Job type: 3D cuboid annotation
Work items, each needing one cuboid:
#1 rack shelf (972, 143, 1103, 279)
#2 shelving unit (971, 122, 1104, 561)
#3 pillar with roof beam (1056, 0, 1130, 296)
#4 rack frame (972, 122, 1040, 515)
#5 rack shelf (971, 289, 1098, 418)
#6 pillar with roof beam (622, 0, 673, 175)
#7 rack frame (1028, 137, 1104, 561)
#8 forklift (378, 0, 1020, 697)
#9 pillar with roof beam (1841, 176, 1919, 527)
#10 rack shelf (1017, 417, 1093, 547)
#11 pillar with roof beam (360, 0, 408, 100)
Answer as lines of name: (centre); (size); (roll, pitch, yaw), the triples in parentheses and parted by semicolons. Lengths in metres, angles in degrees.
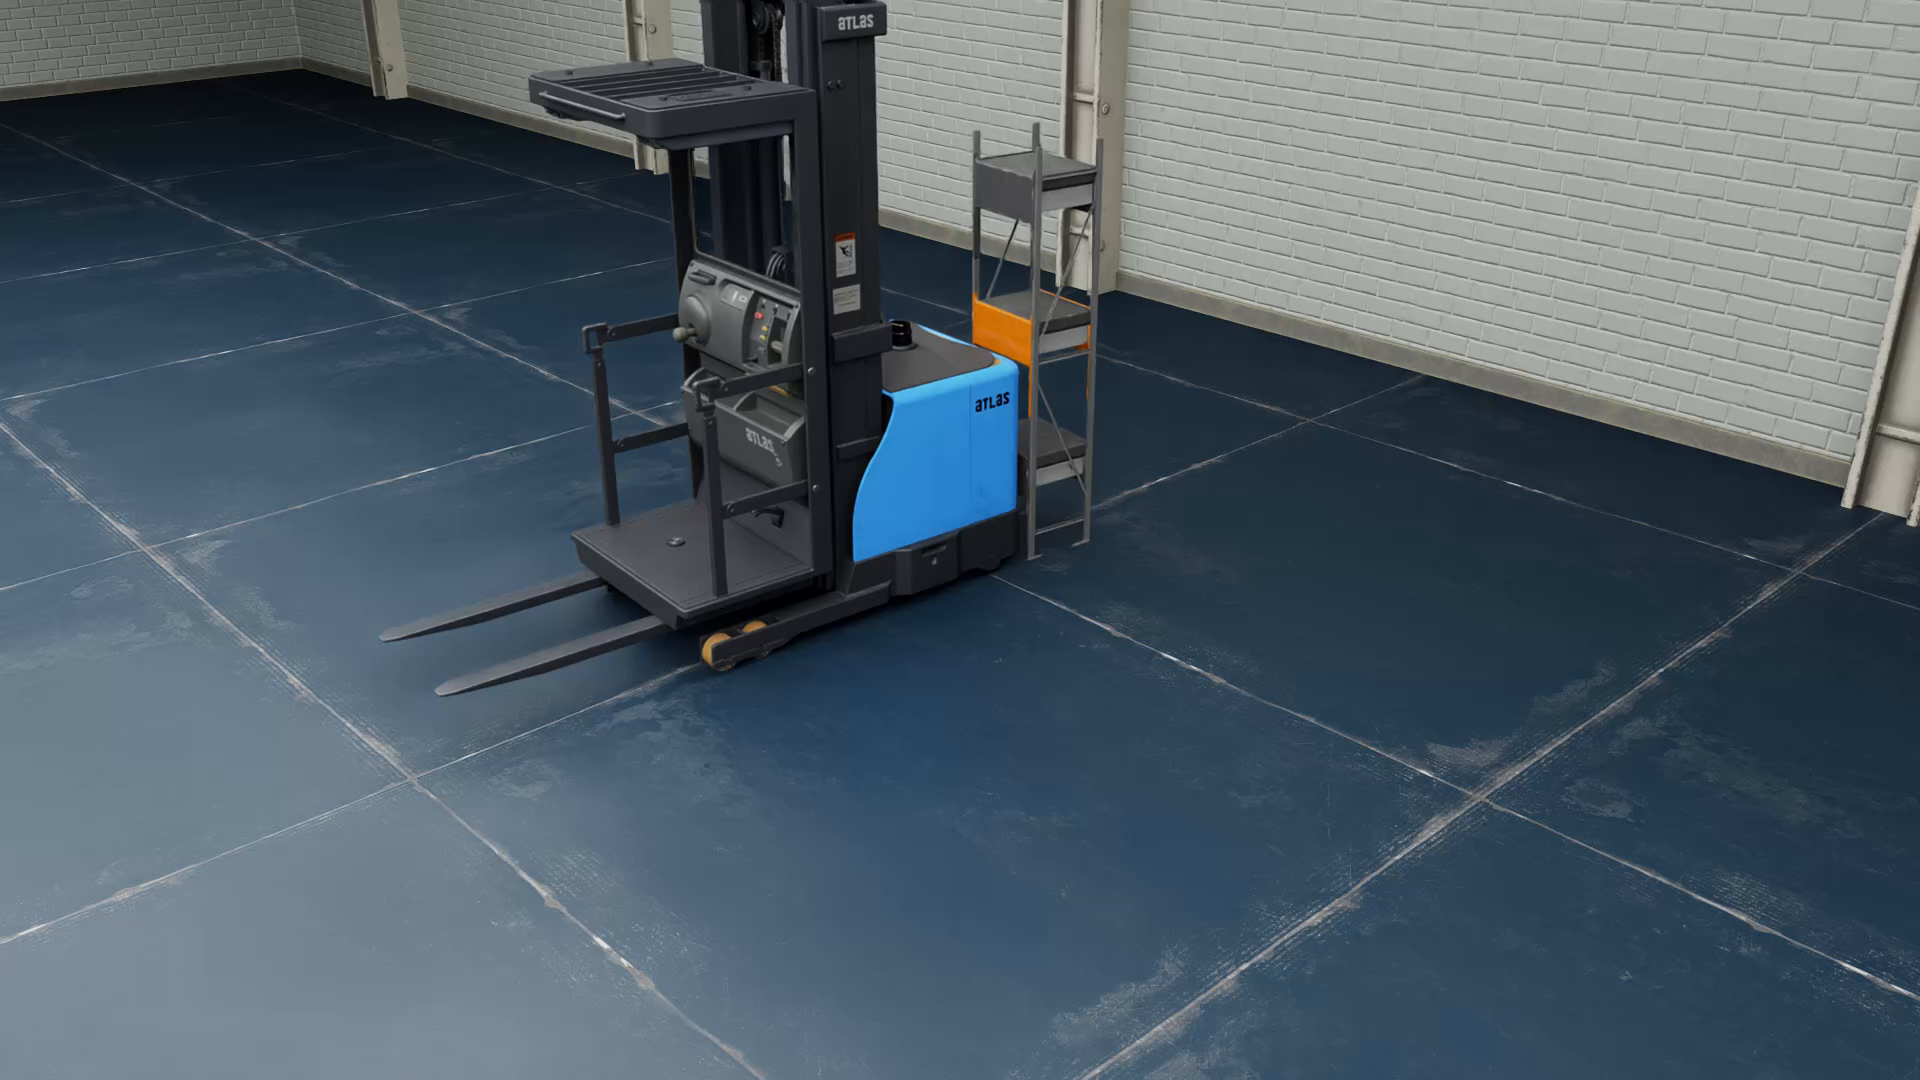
rack shelf: (0.371, -1.605, 8.084); (0.431, 0.518, 0.480); (-17, 29, -32)
shelving unit: (0.371, -0.980, 8.369); (0.431, 2.100, 0.503); (-17, 29, -32)
pillar with roof beam: (-2.143, -4.863, 8.569); (9.100, 9.000, 0.400); (-21, 32, -38)
rack frame: (0.229, -1.063, 8.549); (0.400, 2.100, 0.015); (-17, 29, -32)
rack shelf: (0.371, -0.968, 8.375); (0.431, 0.518, 0.480); (-17, 29, -32)
pillar with roof beam: (-6.244, -6.681, 12.553); (9.100, 9.000, 0.400); (-21, 32, -38)
rack frame: (0.513, -0.898, 8.189); (0.400, 2.100, 0.015); (-17, 29, -32)
forklift: (-1.163, -0.993, 7.395); (3.031, 2.935, 1.130); (-18, 30, -35)
pillar with roof beam: (1.957, -3.046, 4.584); (9.100, 9.000, 0.400); (-21, 32, -38)
rack shelf: (0.371, -0.331, 8.665); (0.431, 0.518, 0.480); (-17, 29, -32)
pillar with roof beam: (-10.345, -8.499, 16.538); (9.100, 9.000, 0.400); (-21, 32, -38)
